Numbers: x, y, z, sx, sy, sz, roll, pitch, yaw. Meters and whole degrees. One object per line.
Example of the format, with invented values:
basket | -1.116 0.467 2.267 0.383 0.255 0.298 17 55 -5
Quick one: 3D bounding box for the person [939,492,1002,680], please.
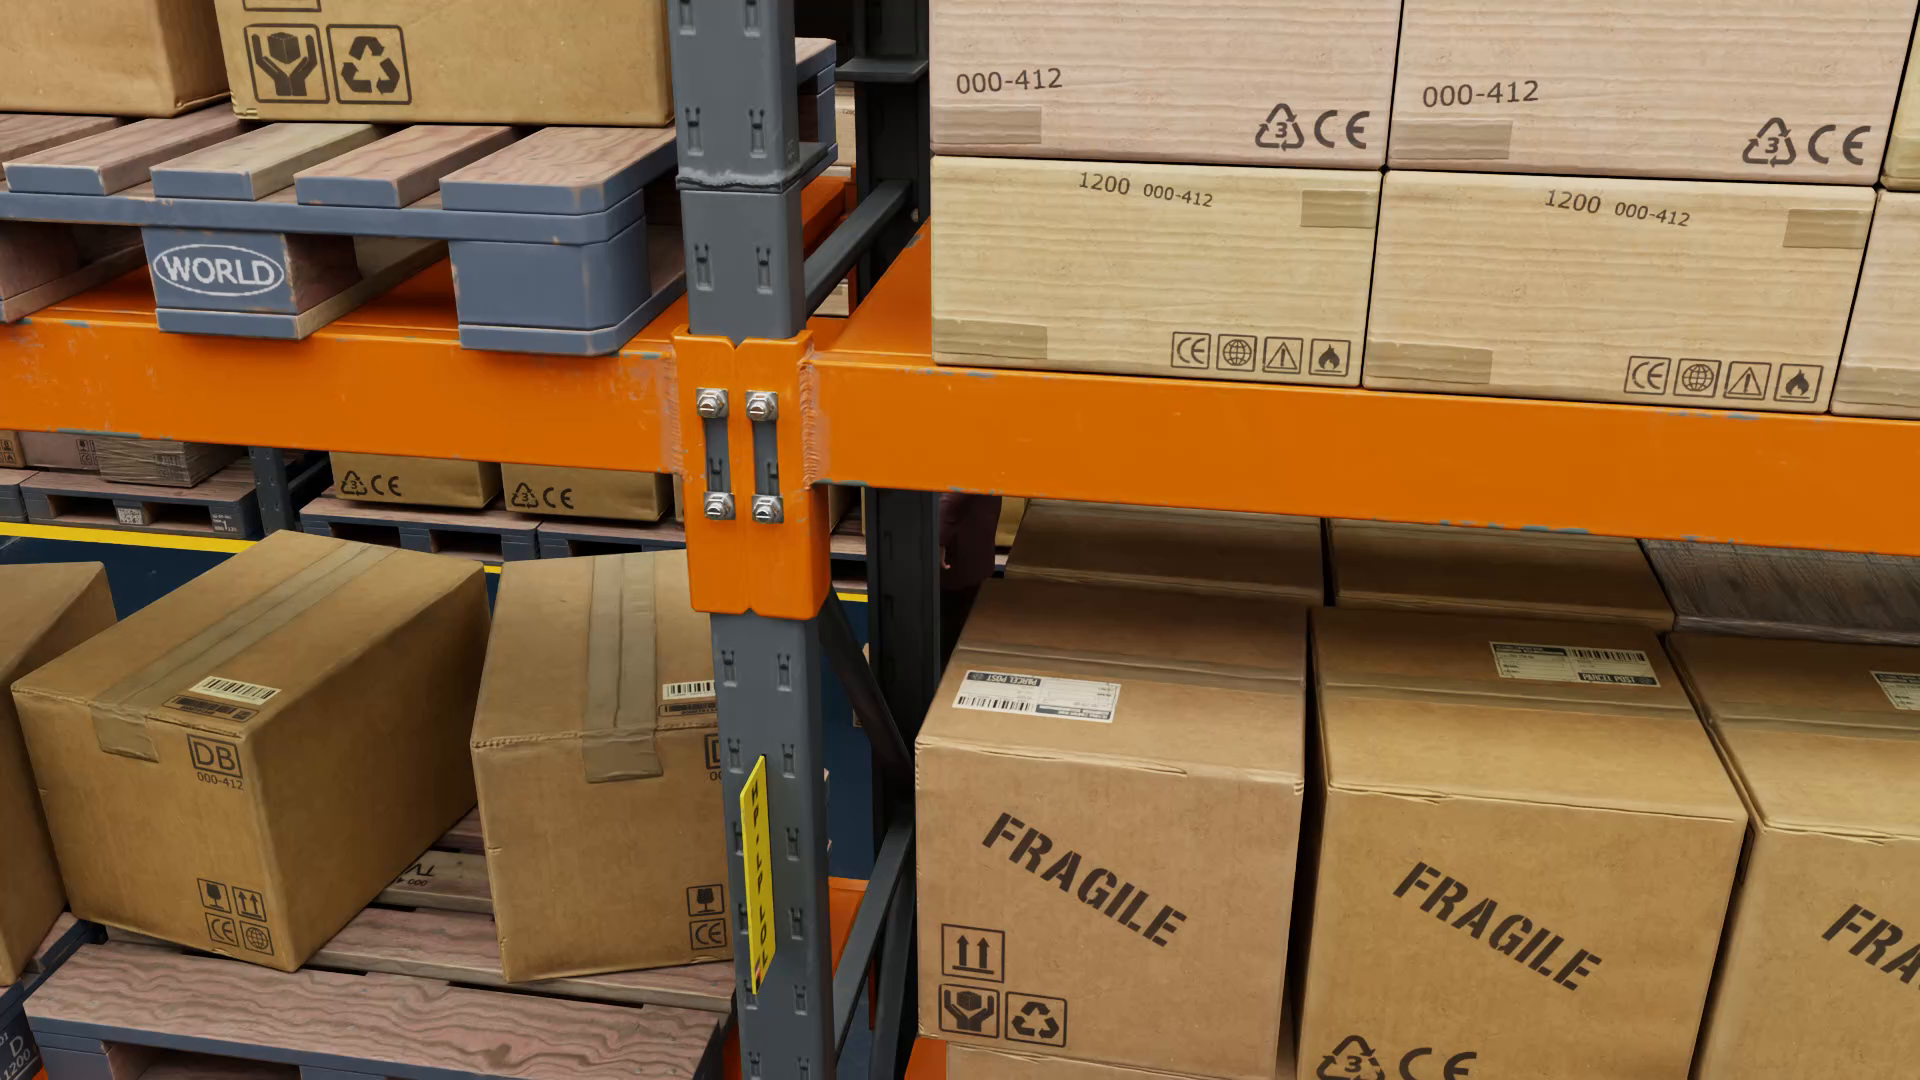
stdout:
person | -0.095 -0.111 6.344 0.579 1.779 0.698 4 25 9
